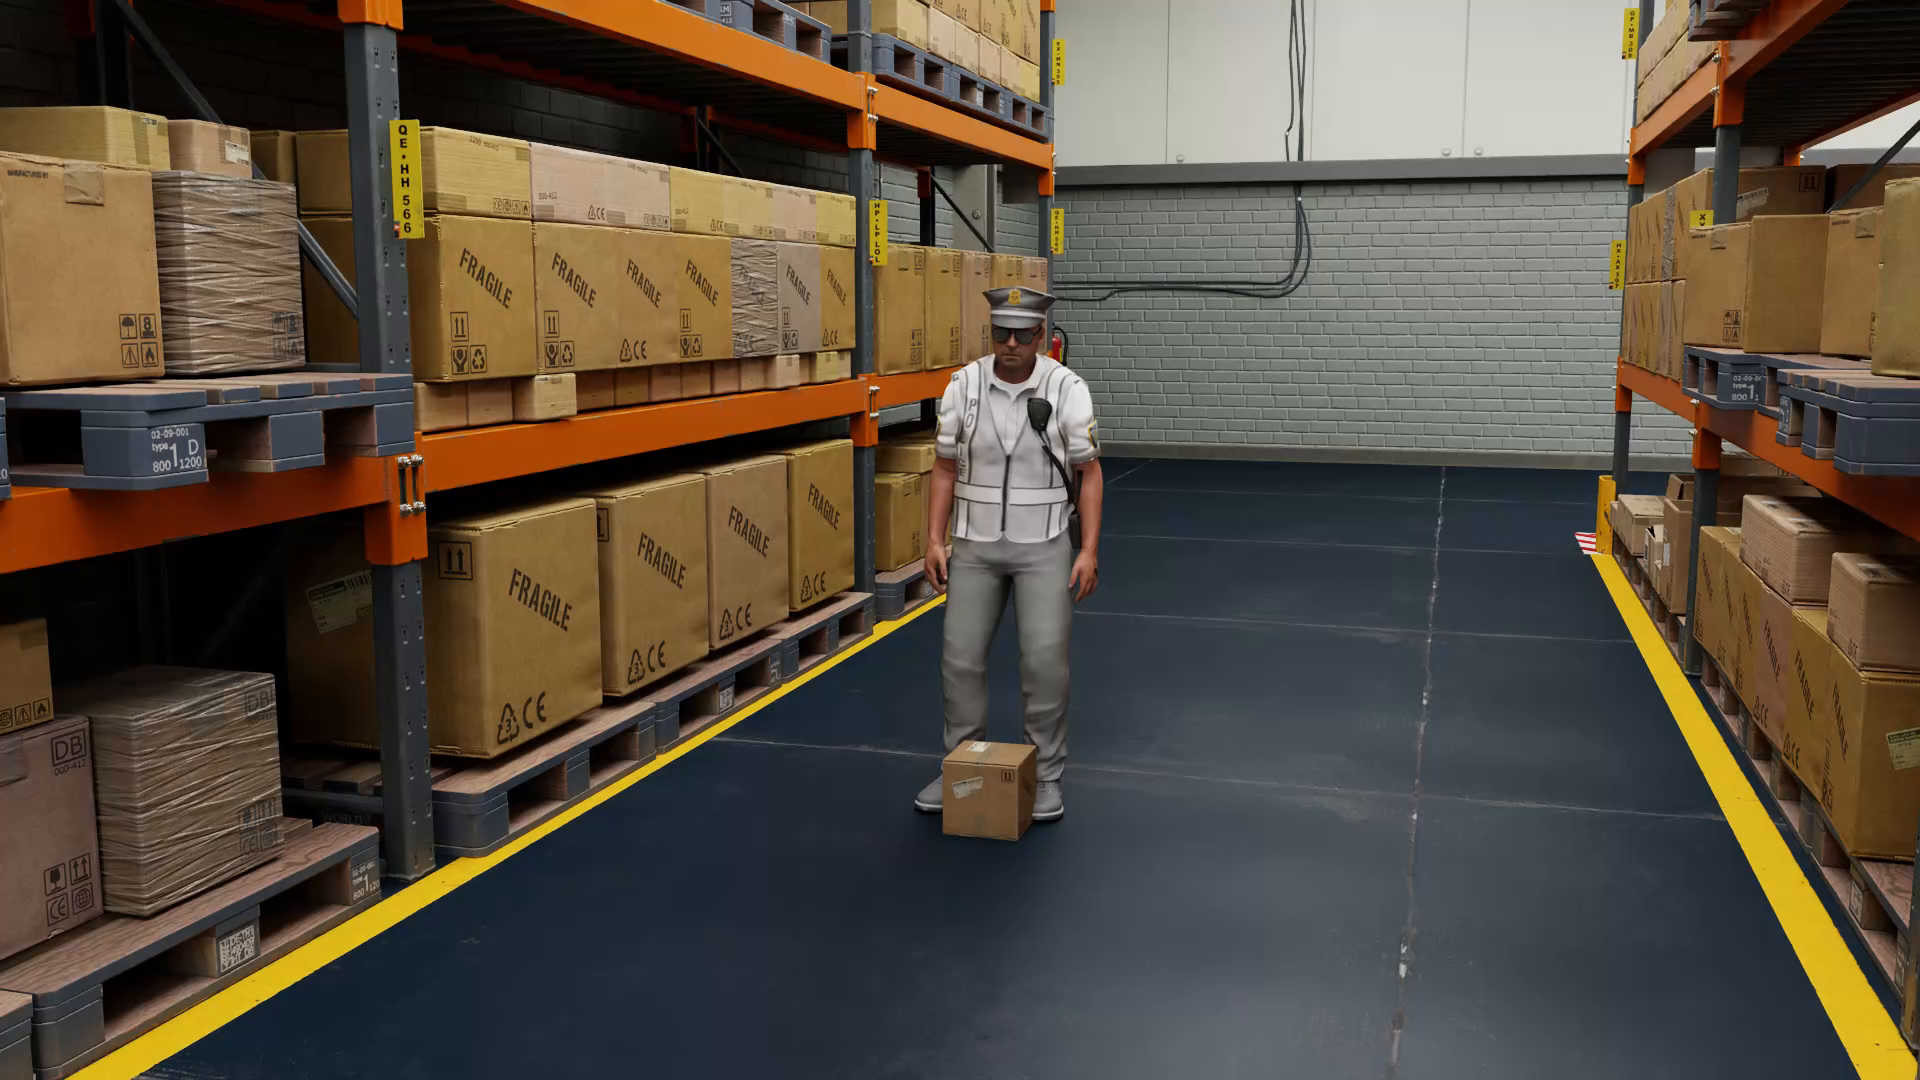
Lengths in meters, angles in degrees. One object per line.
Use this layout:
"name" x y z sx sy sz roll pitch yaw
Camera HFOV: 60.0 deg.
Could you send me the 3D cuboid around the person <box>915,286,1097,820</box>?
"person" 0.162 0.033 5.578 0.586 1.748 0.440 2 9 14
